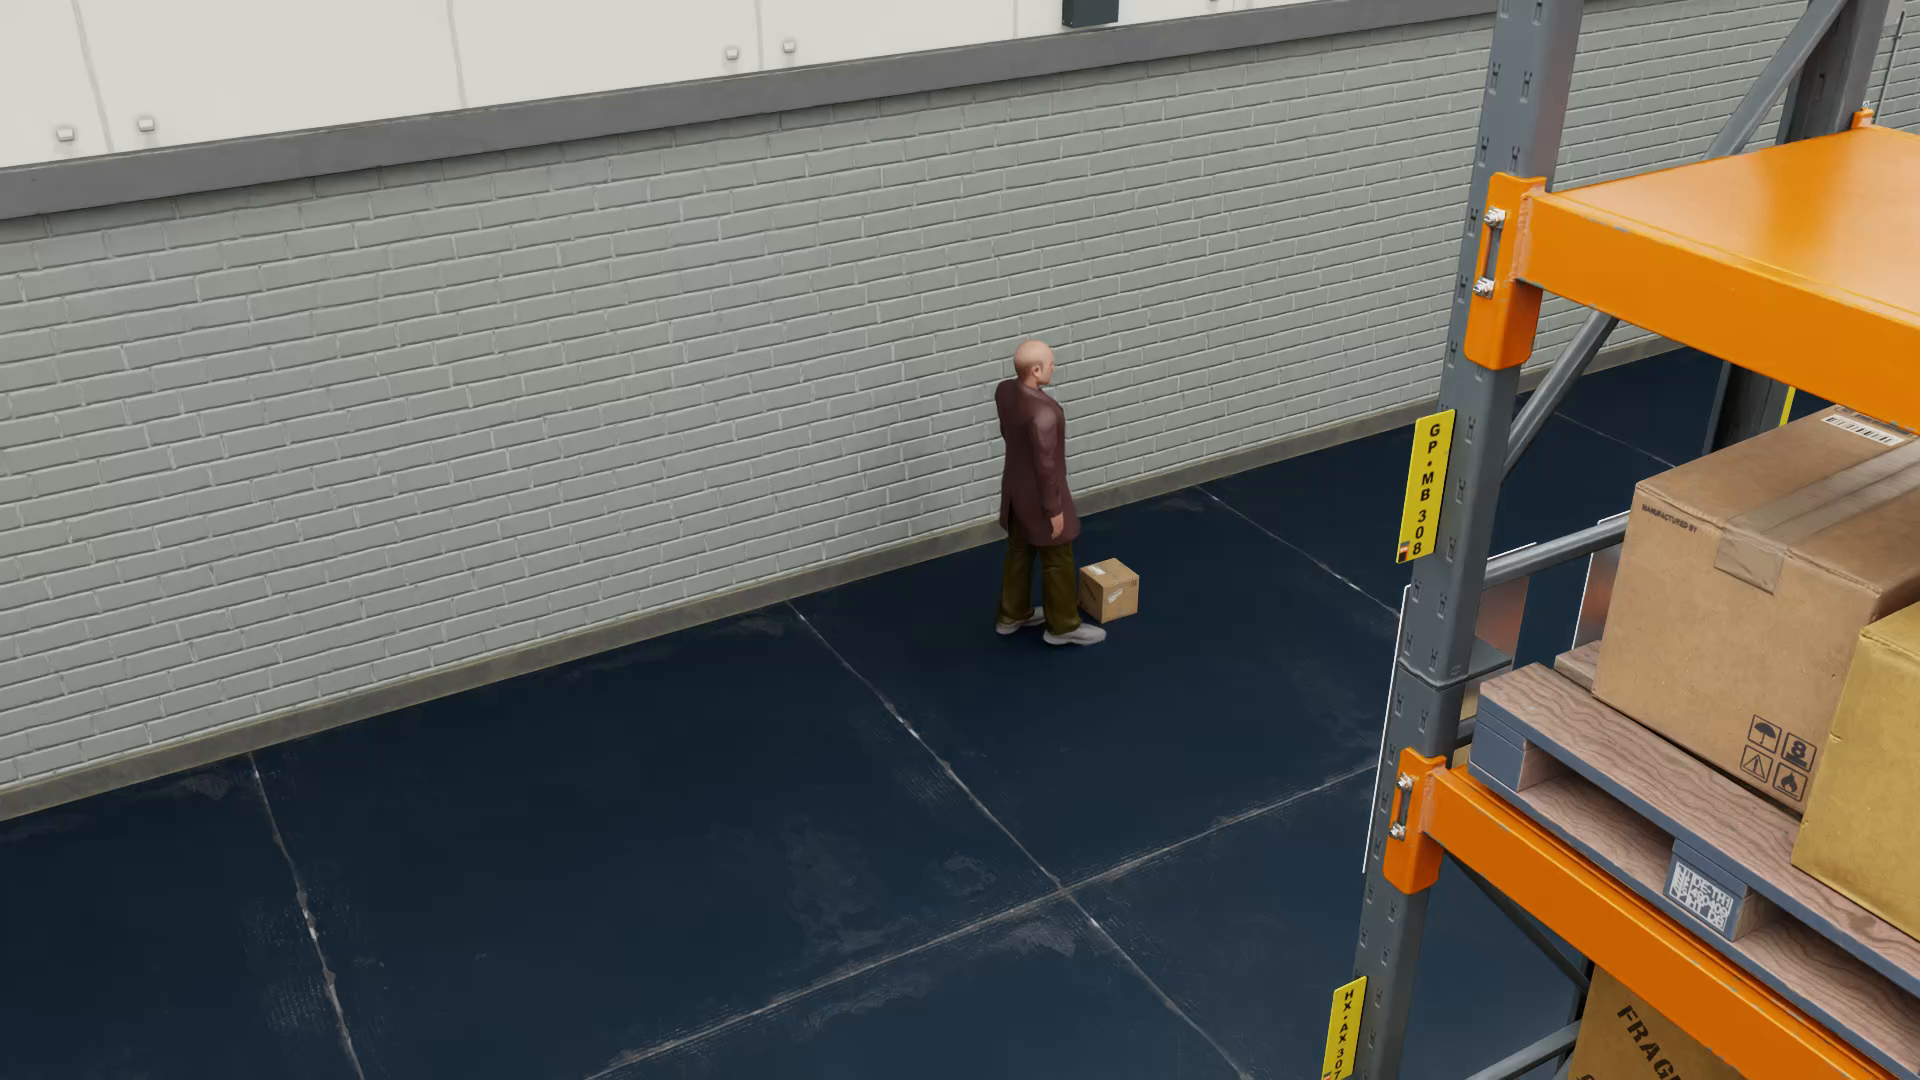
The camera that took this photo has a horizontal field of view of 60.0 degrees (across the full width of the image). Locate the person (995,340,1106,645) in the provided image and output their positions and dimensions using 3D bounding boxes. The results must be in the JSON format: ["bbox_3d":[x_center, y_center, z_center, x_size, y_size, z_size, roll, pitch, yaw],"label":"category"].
[{"bbox_3d":[0.488,-0.266,9.058,0.558,1.798,0.632,-13,31,-23],"label":"person"}]
